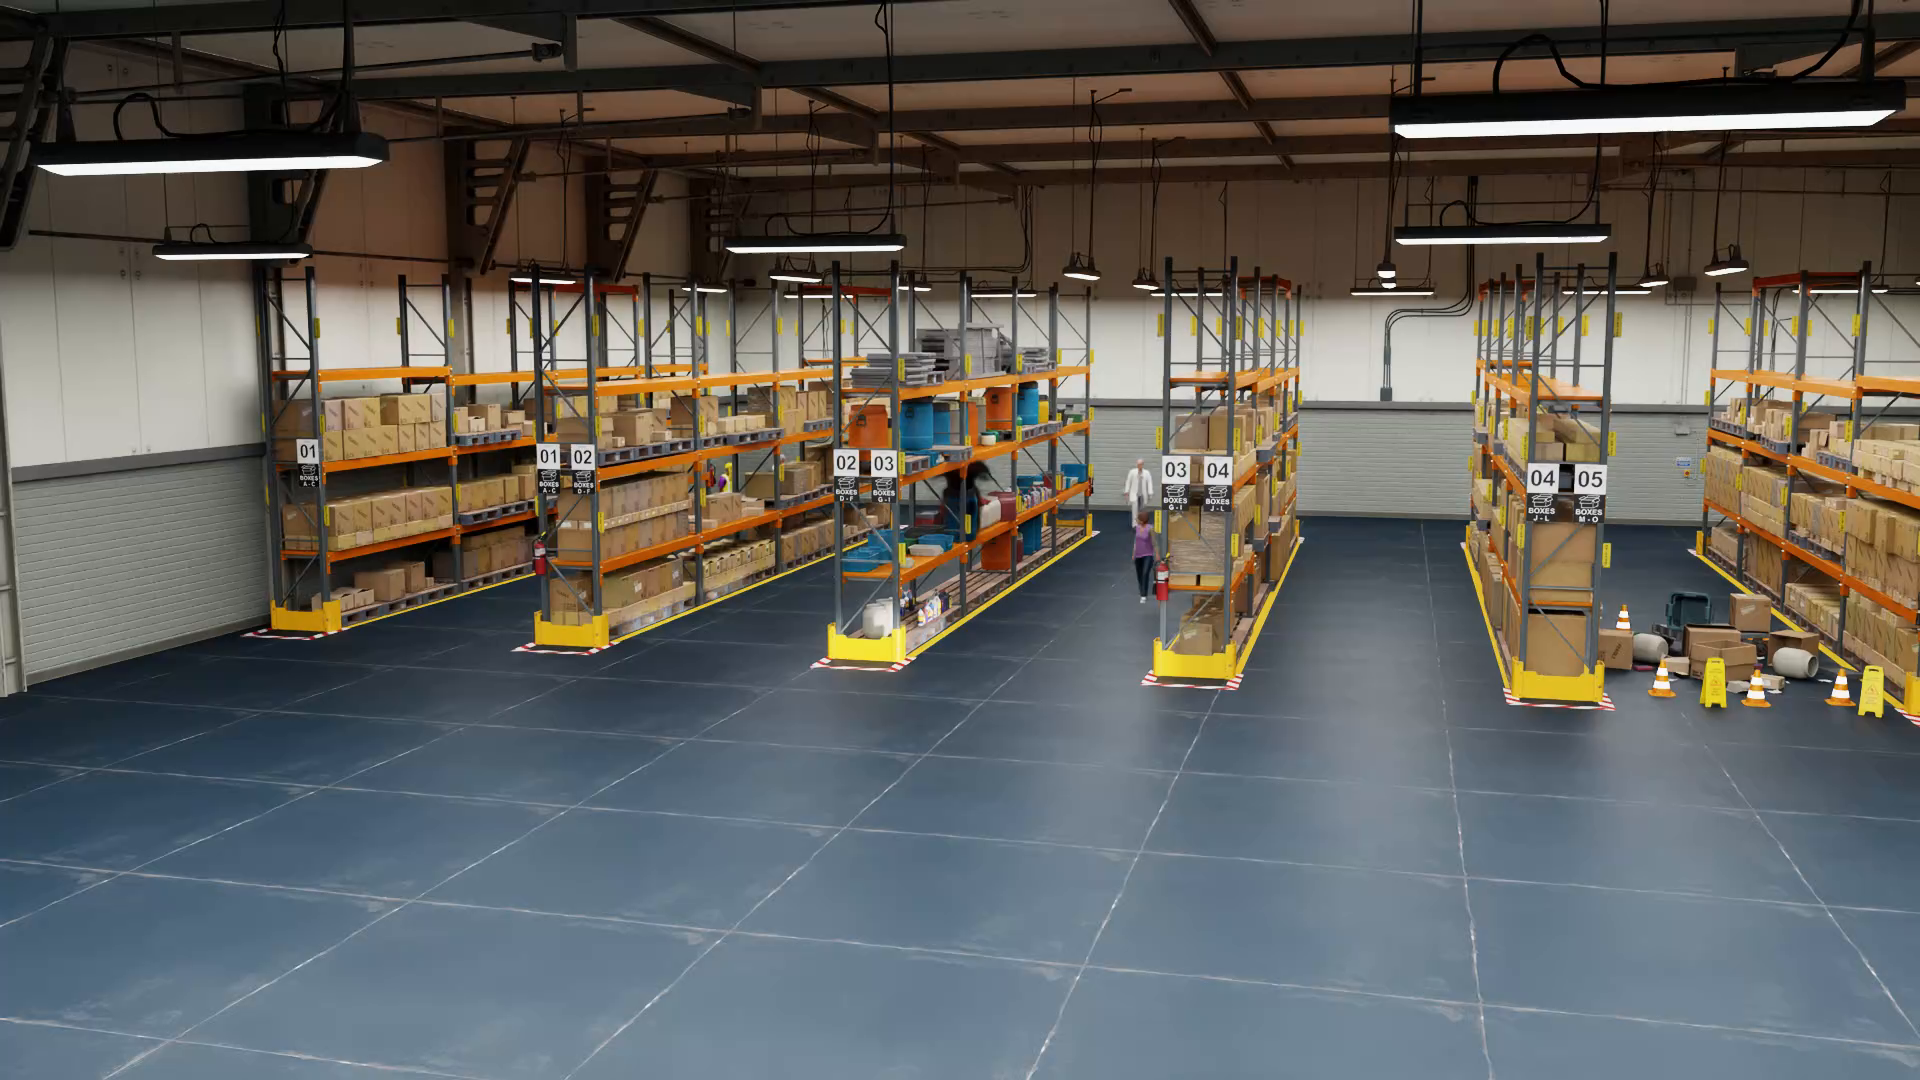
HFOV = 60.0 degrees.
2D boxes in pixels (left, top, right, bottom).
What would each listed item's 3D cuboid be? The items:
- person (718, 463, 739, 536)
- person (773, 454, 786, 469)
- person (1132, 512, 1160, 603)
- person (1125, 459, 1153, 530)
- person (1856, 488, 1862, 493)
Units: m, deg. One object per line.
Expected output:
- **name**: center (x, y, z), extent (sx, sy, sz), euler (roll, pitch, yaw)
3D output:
- **person**: center (-5.517, -0.994, 40.395), extent (0.590, 1.773, 0.589), euler (5, 9, 33)
- **person**: center (-4.789, -1.494, 44.690), extent (0.496, 1.634, 0.686), euler (1, 7, 5)
- **person**: center (3.230, 0.279, 28.853), extent (0.498, 1.564, 0.794), euler (2, 8, 16)
- **person**: center (4.488, -1.151, 41.648), extent (0.653, 1.748, 0.961), euler (-2, 7, -12)
- **person**: center (19.233, -0.379, 35.639), extent (0.671, 1.741, 0.984), euler (-4, 8, -29)
